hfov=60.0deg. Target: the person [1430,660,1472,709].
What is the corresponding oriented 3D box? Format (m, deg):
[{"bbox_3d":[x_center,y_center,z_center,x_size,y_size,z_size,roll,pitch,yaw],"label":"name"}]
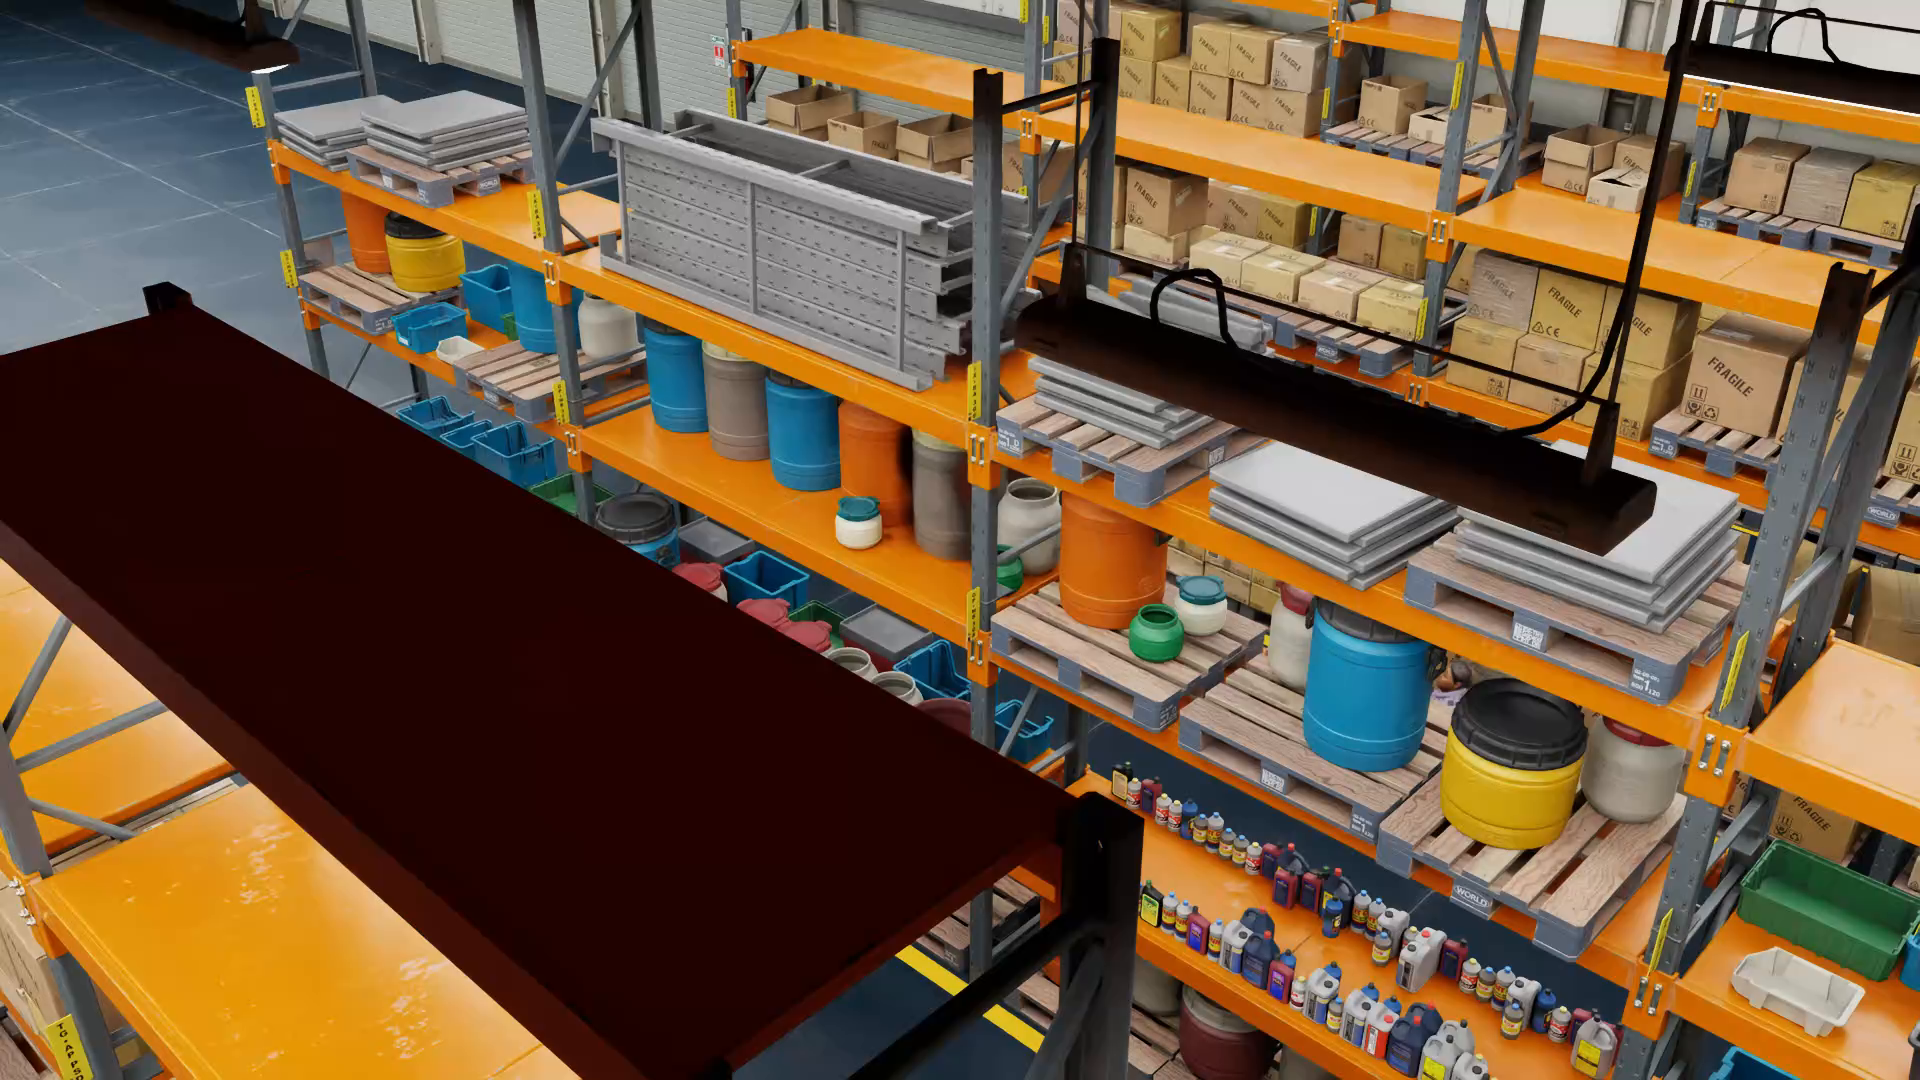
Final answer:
[{"bbox_3d":[3.407,1.548,11.801,0.665,1.596,0.471,22,36,34],"label":"person"}]
